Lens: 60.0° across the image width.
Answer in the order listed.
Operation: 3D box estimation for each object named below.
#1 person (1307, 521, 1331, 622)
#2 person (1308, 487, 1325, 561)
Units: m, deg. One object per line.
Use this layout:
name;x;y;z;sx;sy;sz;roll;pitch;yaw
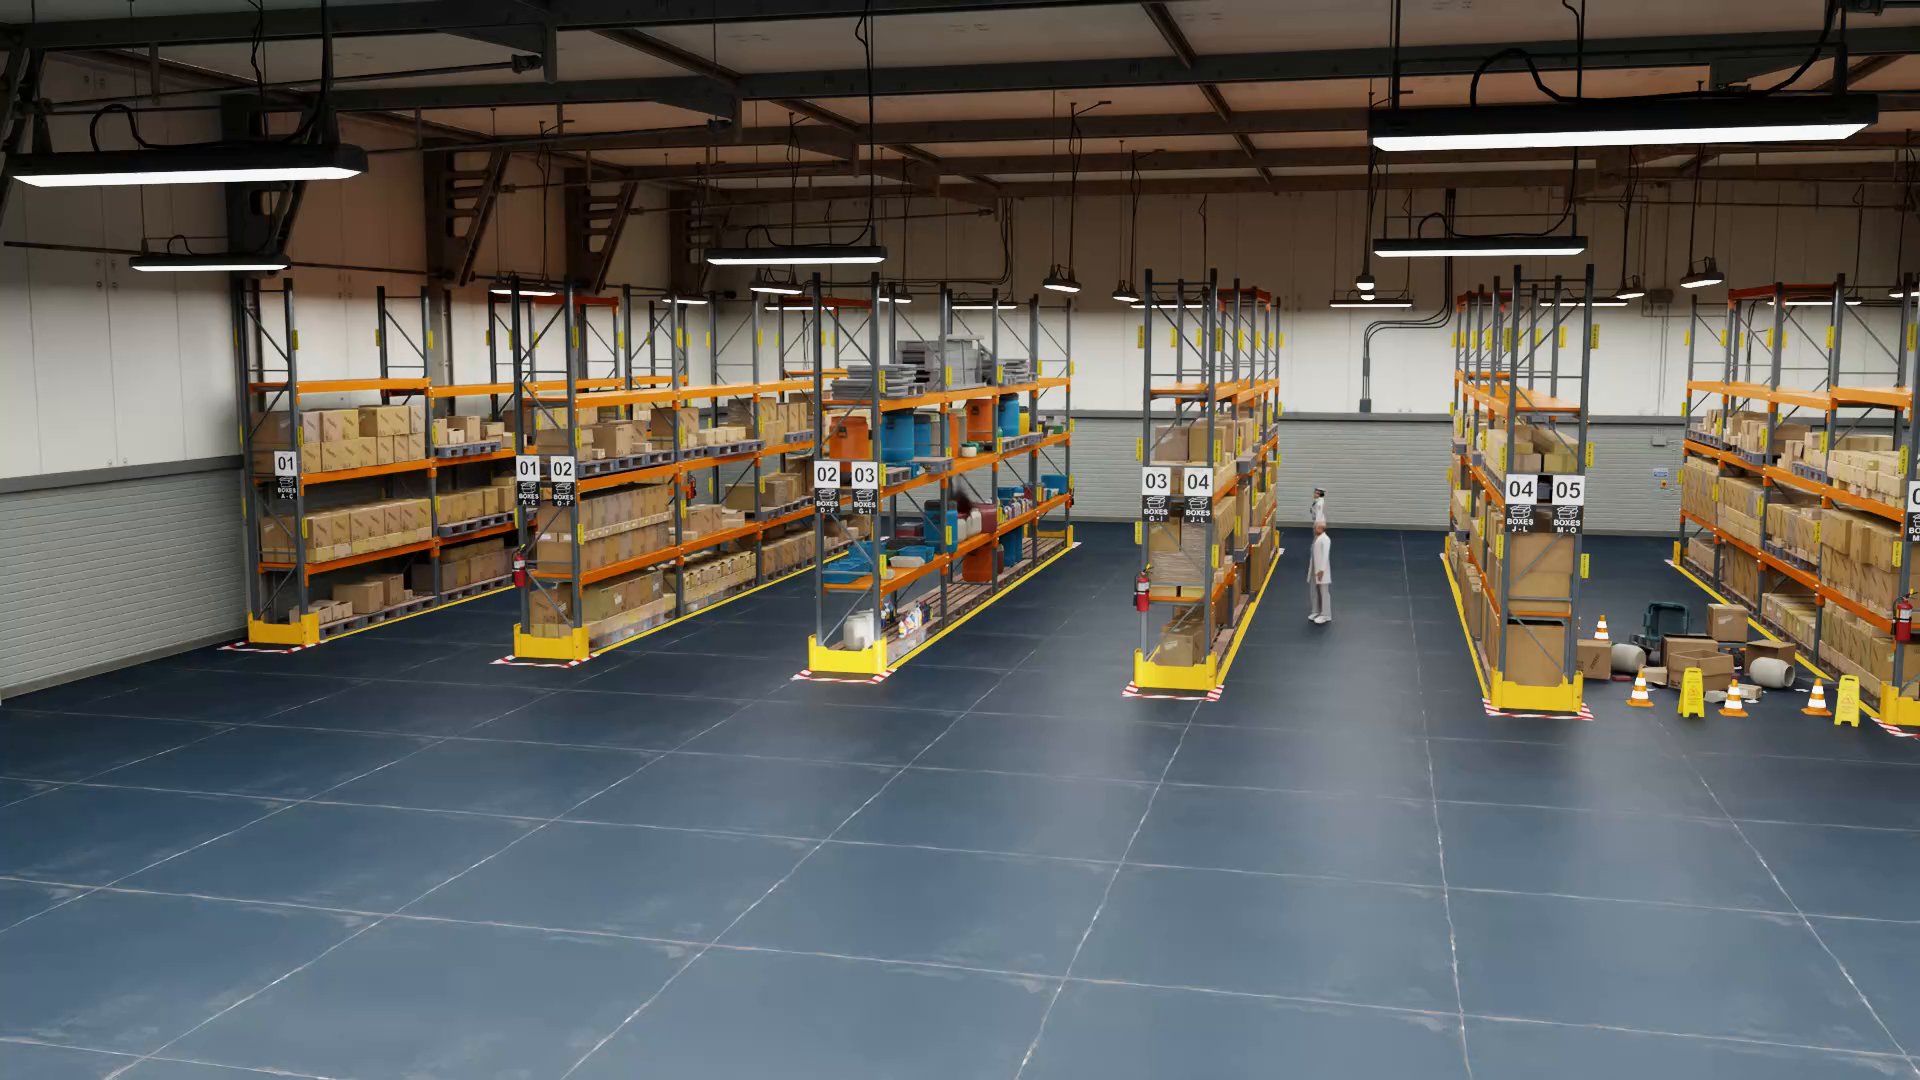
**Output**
person;6.429;0.605;29.771;0.422;1.687;0.584;-3;7;-23
person;8.112;-0.357;37.741;0.355;1.692;0.550;2;7;14
